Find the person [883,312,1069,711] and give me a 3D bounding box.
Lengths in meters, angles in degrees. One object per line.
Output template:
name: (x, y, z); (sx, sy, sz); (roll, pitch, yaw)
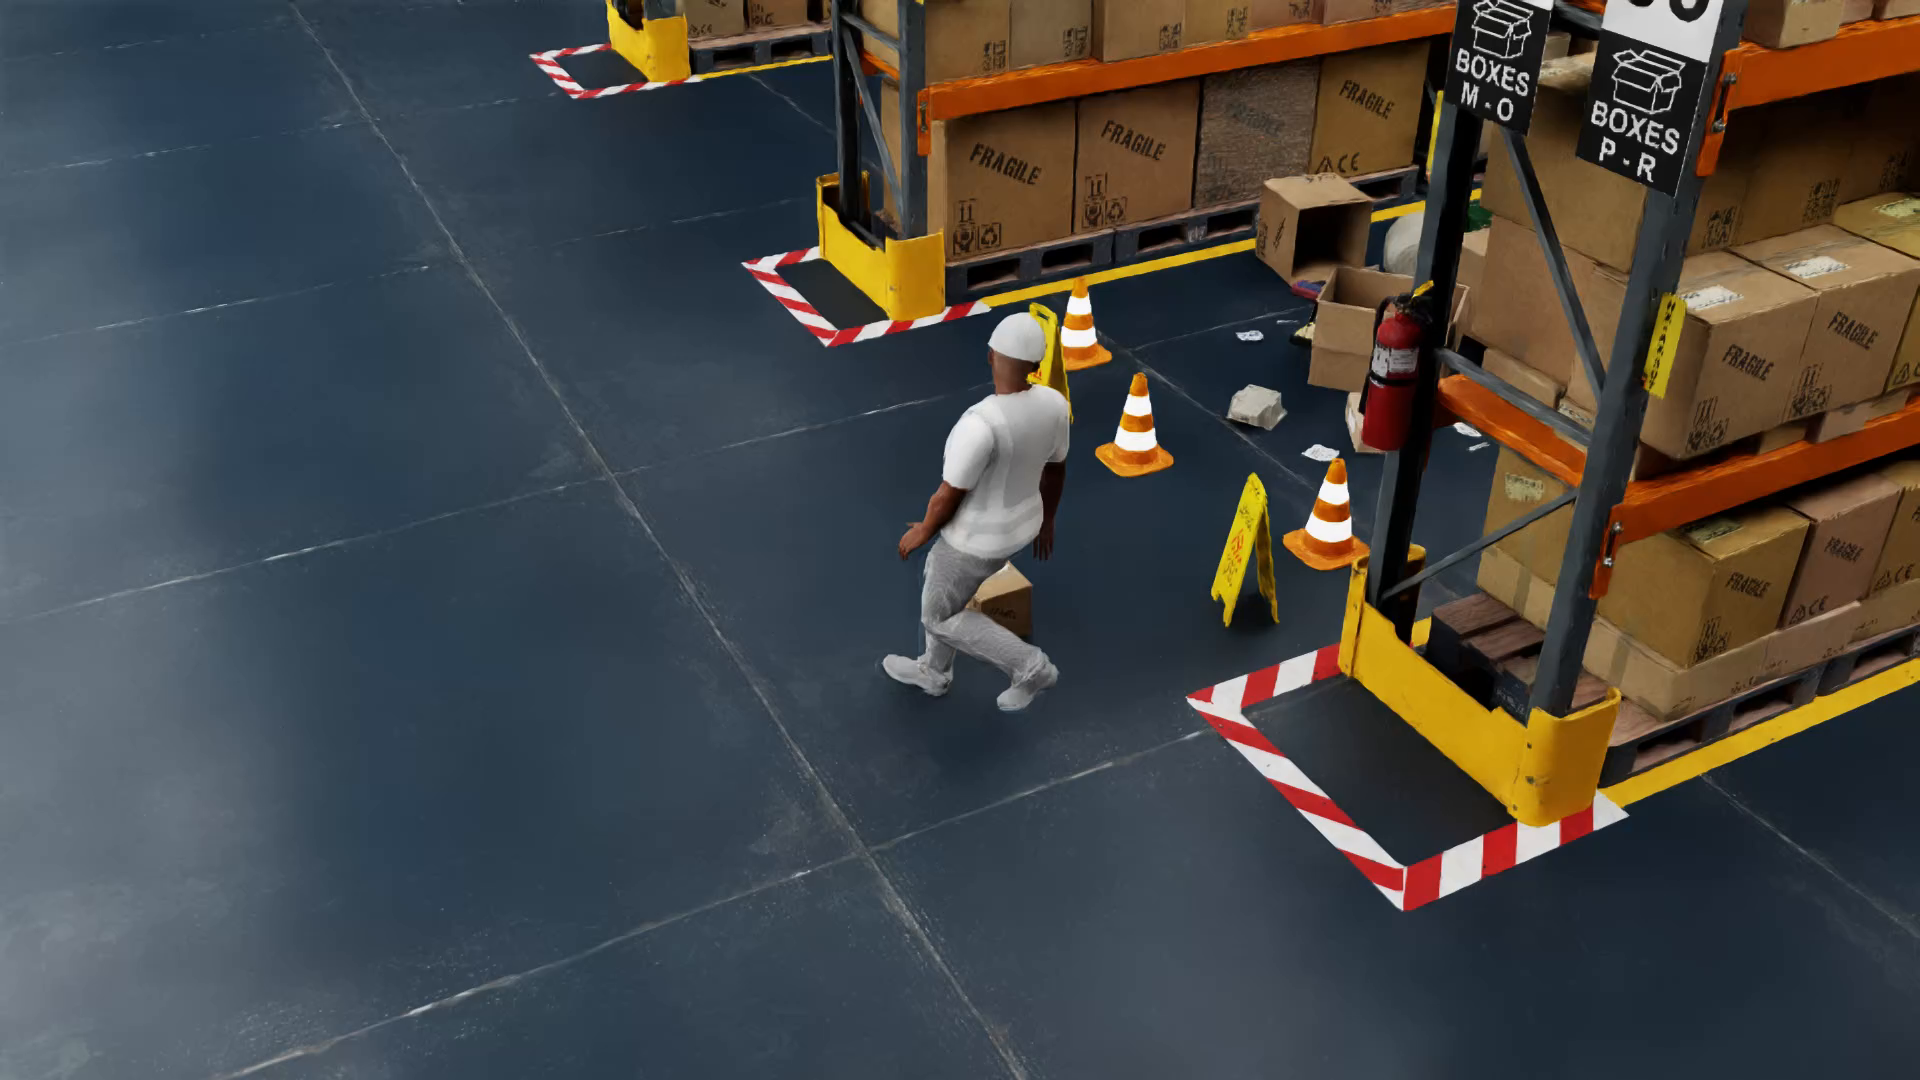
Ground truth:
person: (0.077, -0.087, 6.336); (0.799, 1.686, 0.582); (22, 39, 30)
